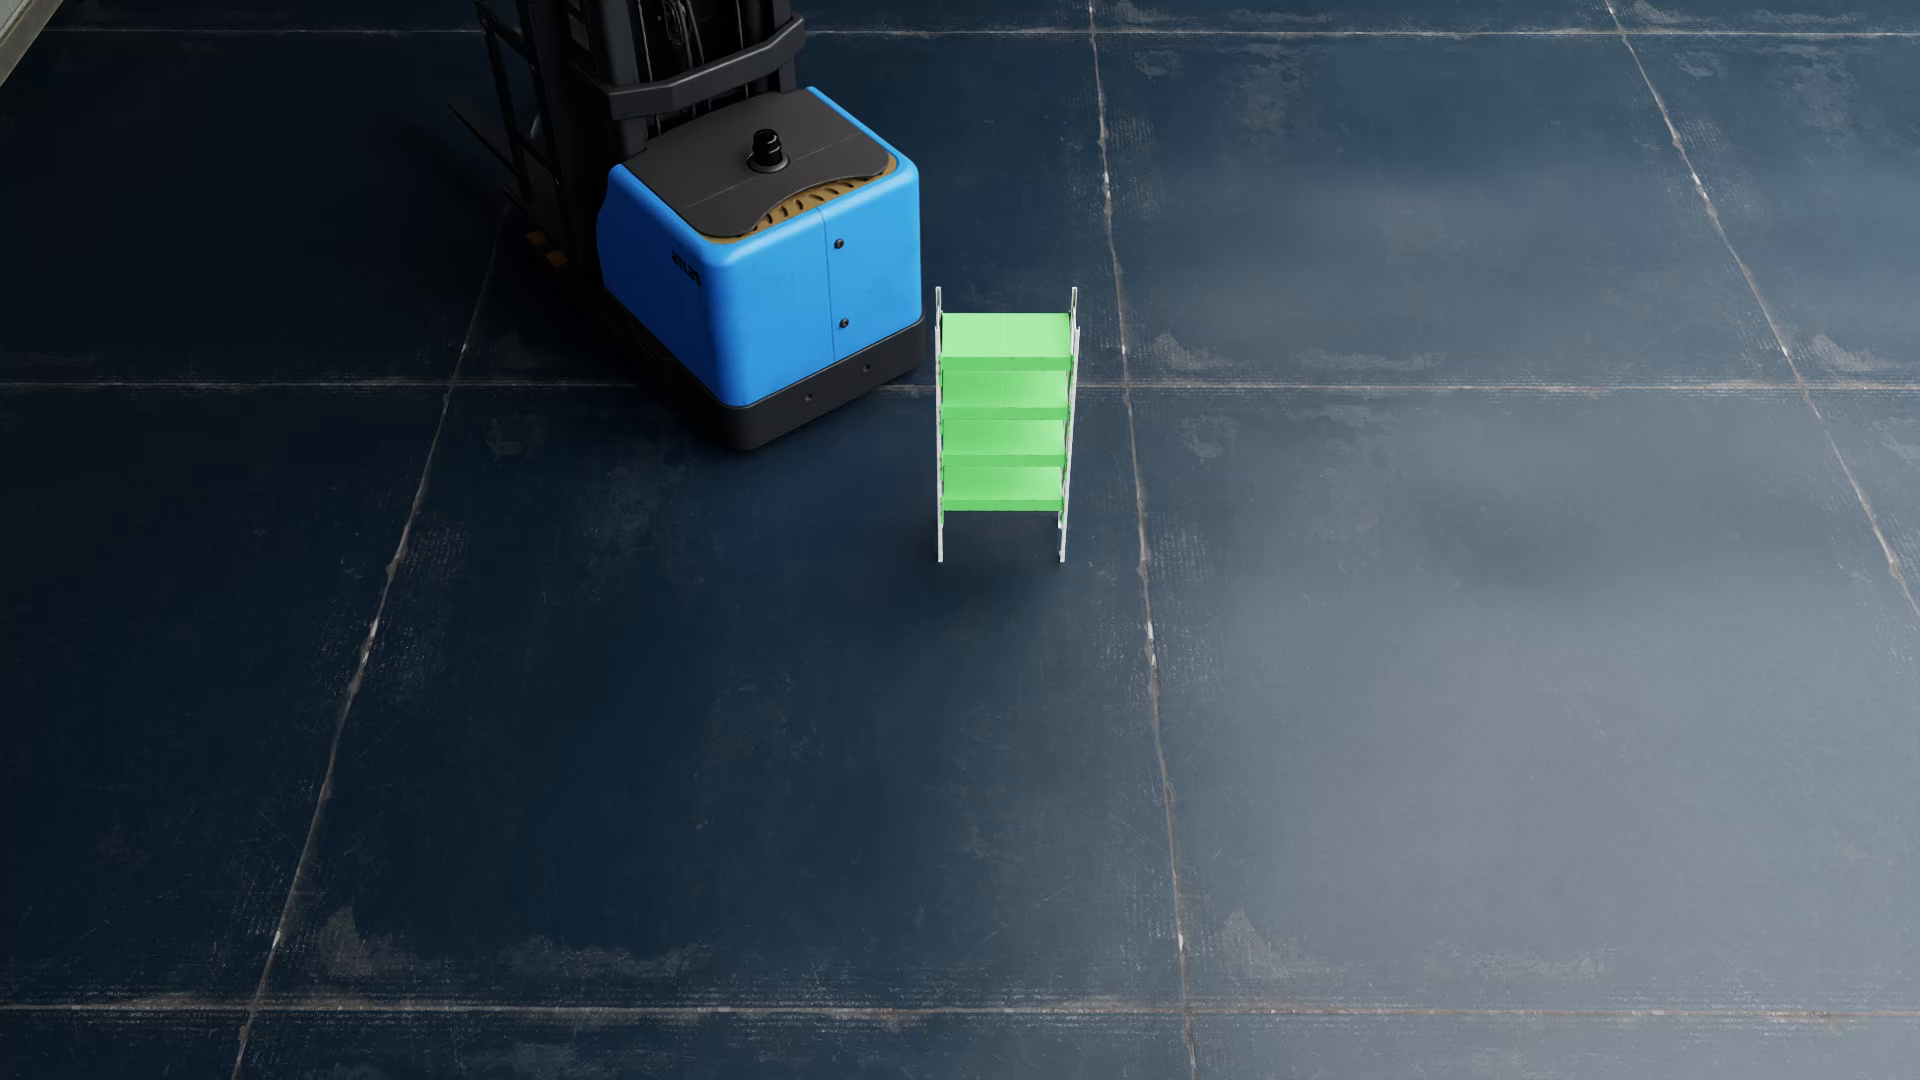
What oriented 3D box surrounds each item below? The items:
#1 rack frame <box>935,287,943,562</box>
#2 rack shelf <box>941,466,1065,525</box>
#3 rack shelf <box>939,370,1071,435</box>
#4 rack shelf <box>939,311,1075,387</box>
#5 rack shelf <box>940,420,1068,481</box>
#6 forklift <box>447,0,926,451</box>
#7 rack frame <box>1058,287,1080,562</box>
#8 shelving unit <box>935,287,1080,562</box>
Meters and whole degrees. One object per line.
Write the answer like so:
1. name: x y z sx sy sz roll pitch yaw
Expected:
1. rack frame: -0.078 -0.409 6.311 0.015 1.200 0.240 0 47 0
2. rack shelf: 0.166 -0.201 6.533 0.480 0.148 0.258 0 47 0
3. rack shelf: 0.166 -0.528 6.181 0.480 0.148 0.258 0 47 0
4. rack shelf: 0.166 -0.692 6.006 0.480 0.148 0.258 0 47 0
5. rack shelf: 0.166 -0.365 6.357 0.480 0.148 0.258 0 47 0
6. forklift: -1.452 -2.402 6.984 1.130 2.935 3.031 -30 54 -25
7. rack frame: 0.410 -0.408 6.310 0.015 1.200 0.240 0 47 0
8. shelving unit: 0.166 -0.408 6.310 0.503 1.200 0.258 0 47 0
